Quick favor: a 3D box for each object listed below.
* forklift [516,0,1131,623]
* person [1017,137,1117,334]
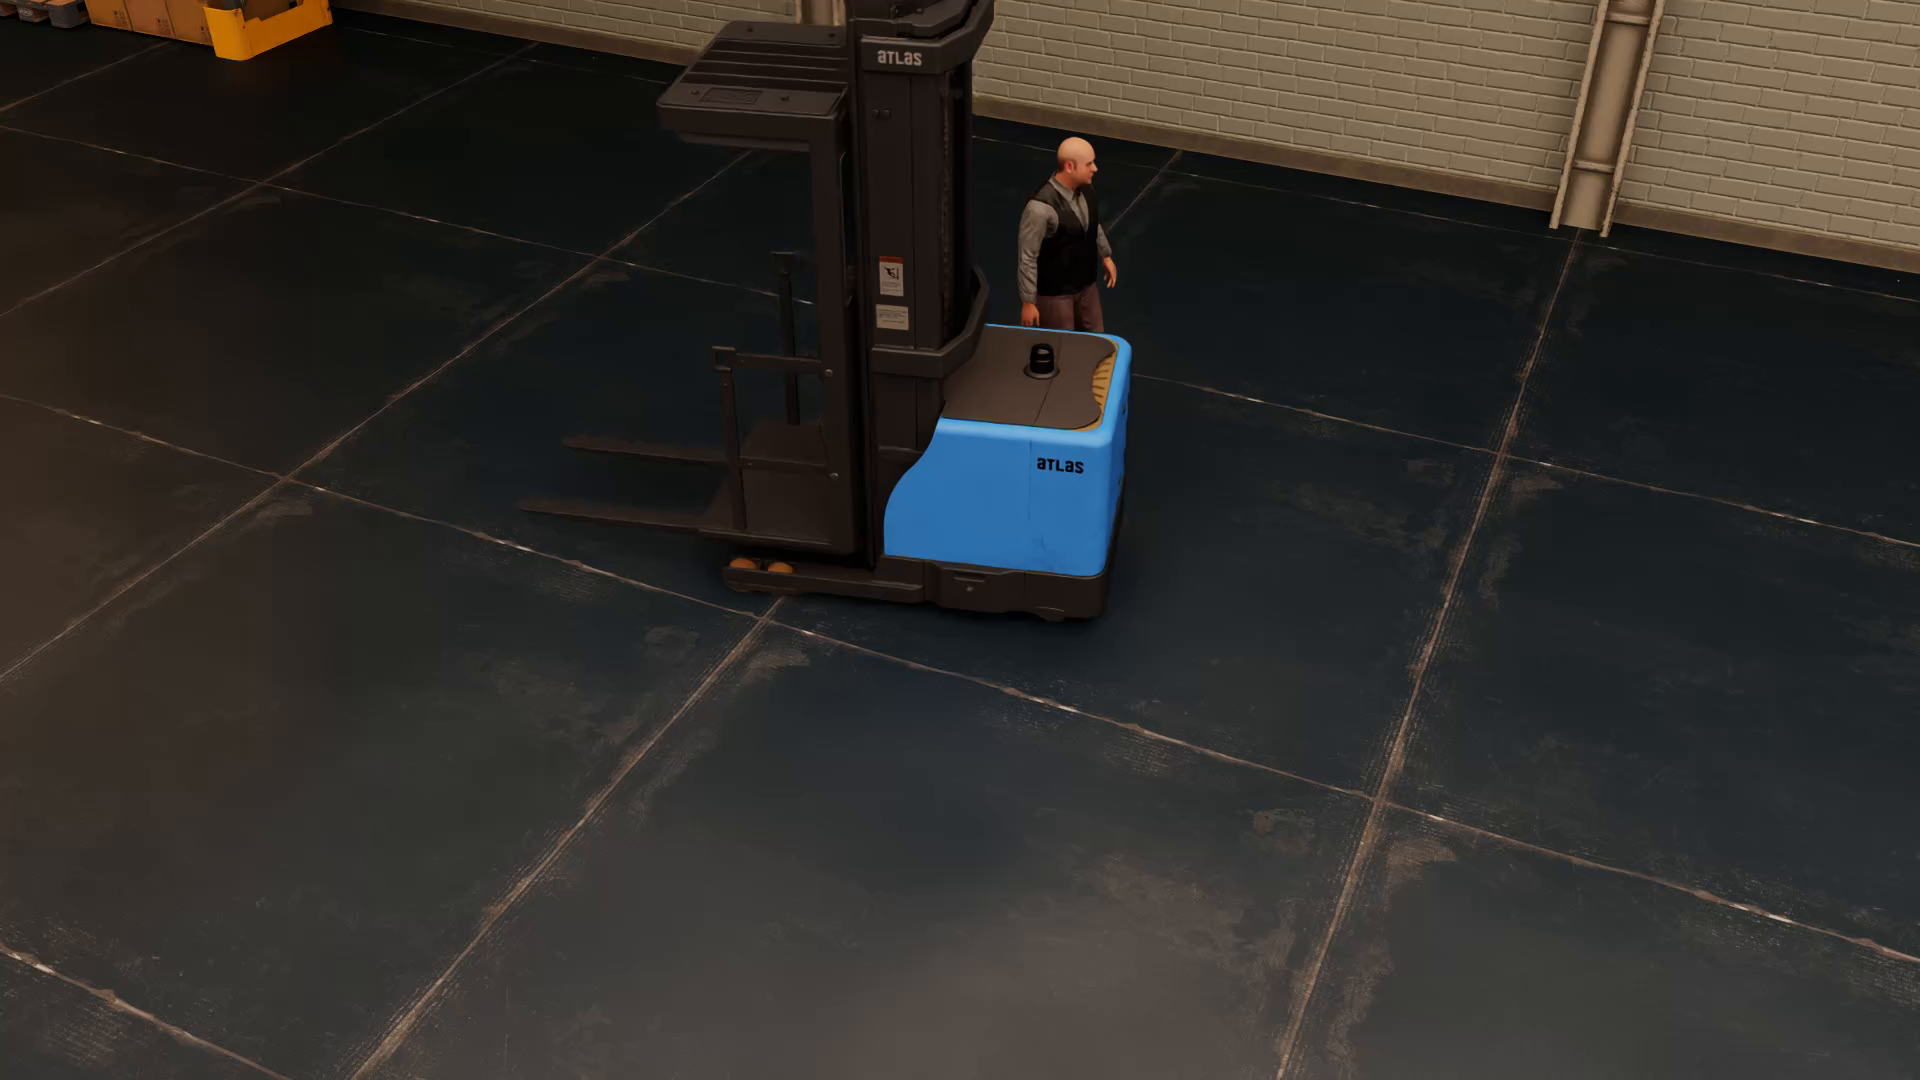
[{"bbox_3d":[-0.714,-1.209,7.782,3.031,2.935,1.130,6,36,9],"label":"forklift"},{"bbox_3d":[0.589,-1.385,9.084,0.421,1.705,0.728,23,41,28],"label":"person"}]
